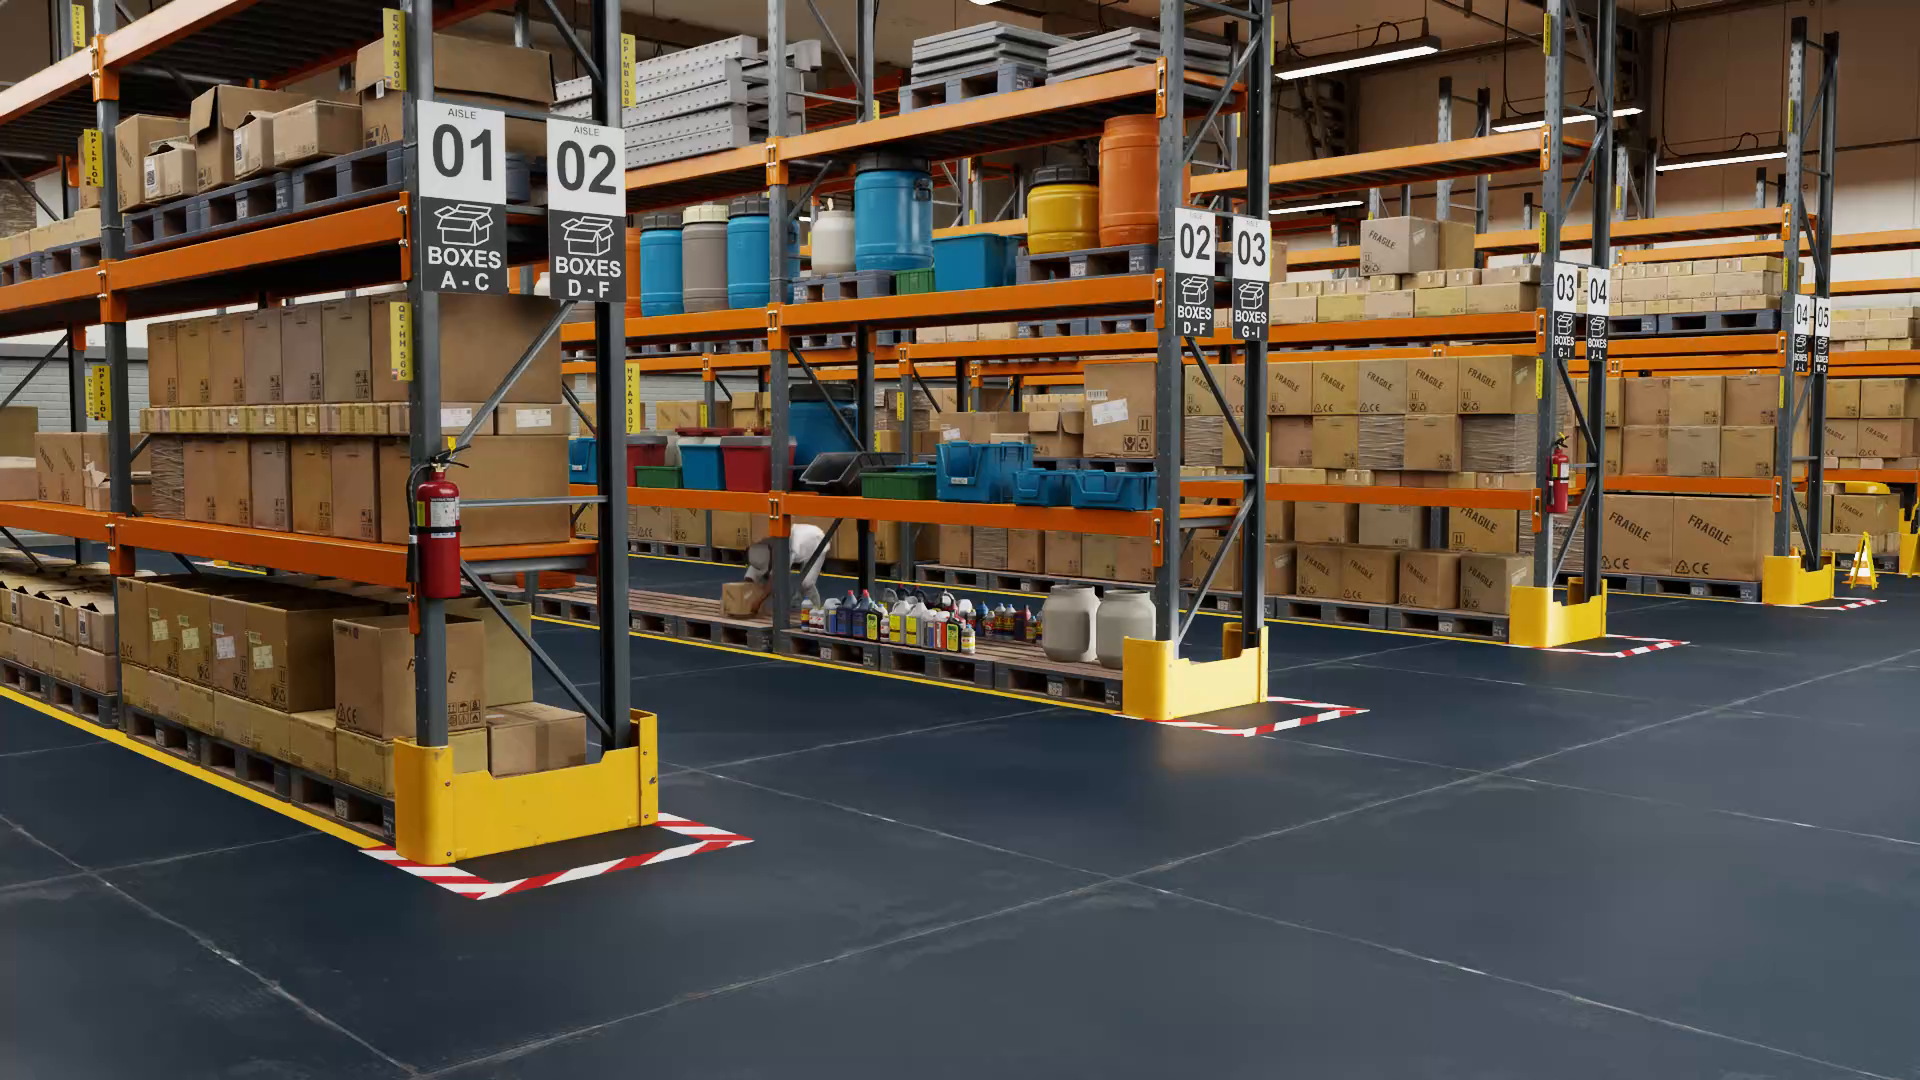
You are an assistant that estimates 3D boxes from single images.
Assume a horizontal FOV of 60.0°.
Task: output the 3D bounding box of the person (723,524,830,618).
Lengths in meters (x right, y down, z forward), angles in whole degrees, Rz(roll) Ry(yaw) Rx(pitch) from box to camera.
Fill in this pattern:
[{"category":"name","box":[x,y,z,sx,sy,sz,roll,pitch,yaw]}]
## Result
[{"category":"person","box":[-1.597,0.362,14.648,0.513,0.967,1.240,2,4,27]}]
